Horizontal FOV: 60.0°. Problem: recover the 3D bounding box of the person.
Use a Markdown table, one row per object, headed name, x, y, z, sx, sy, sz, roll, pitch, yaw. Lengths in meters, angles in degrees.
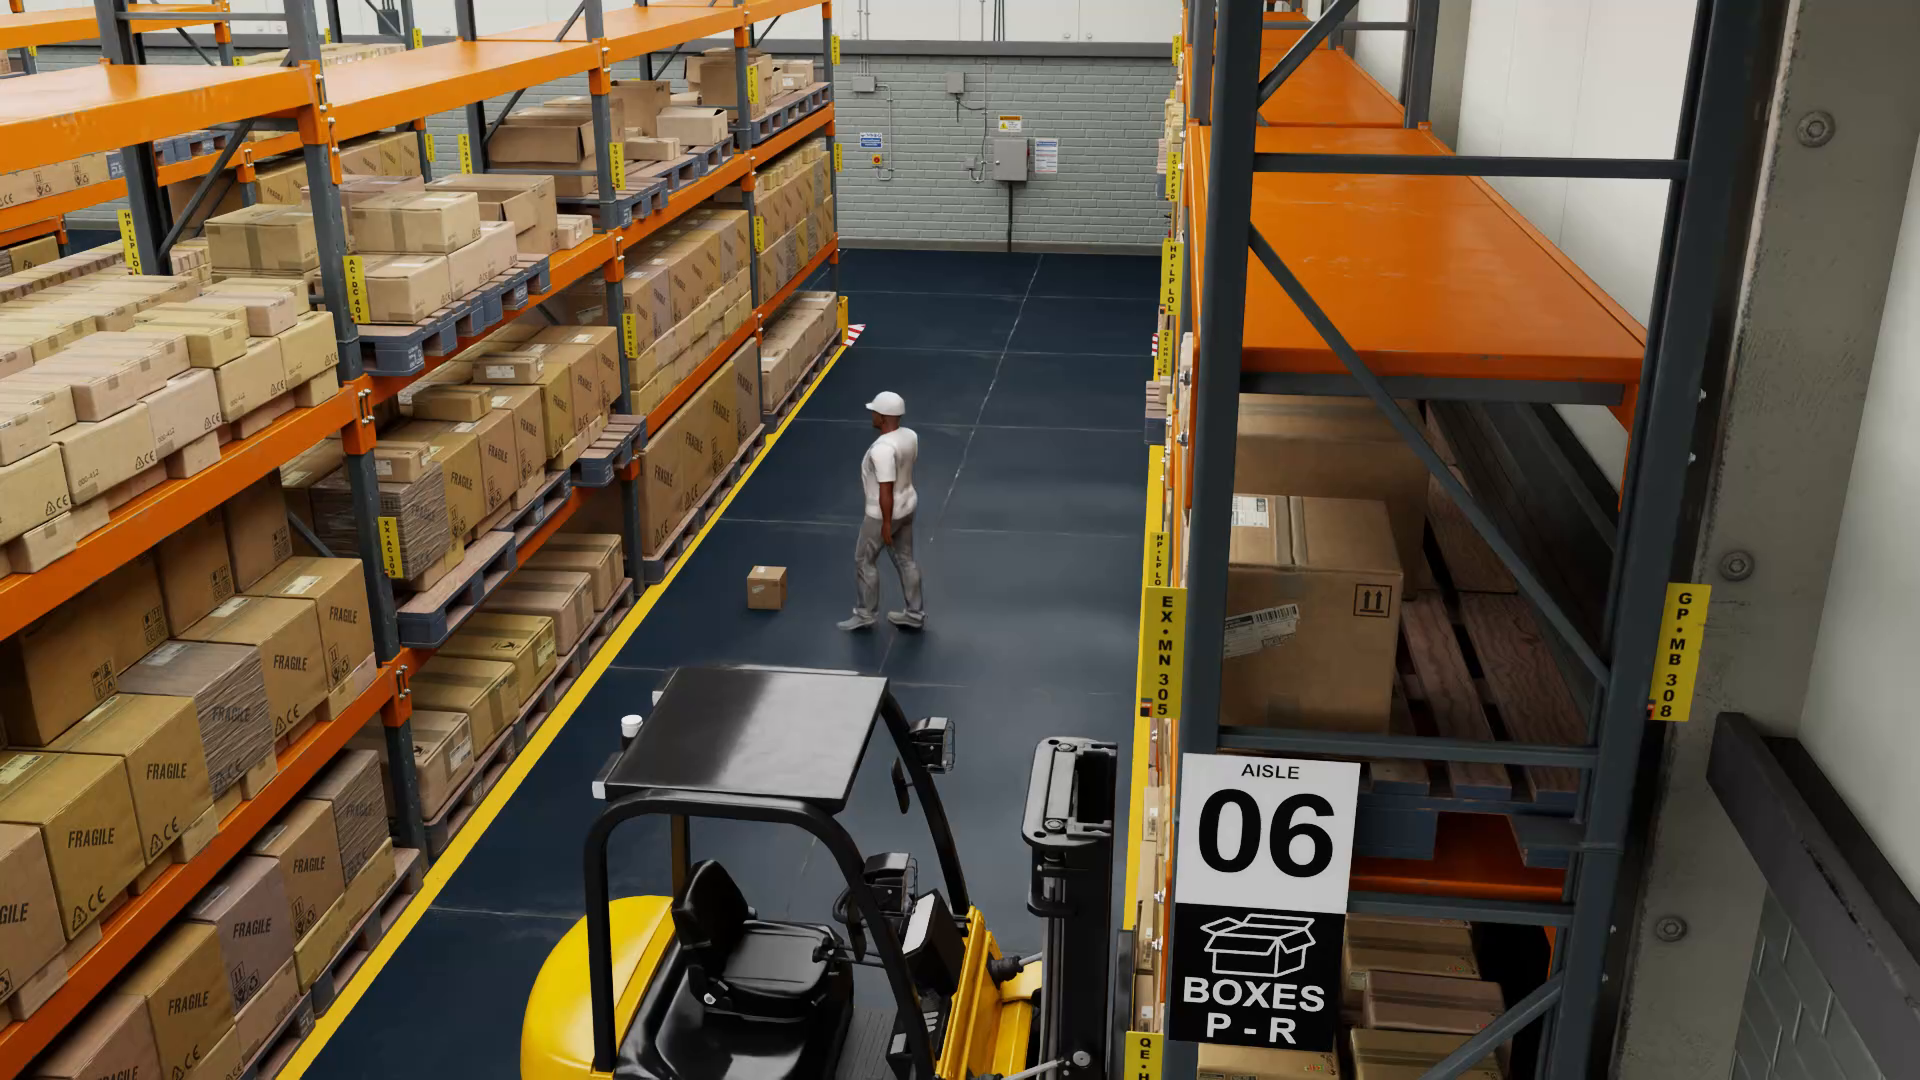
| name | x | y | z | sx | sy | sz | roll | pitch | yaw |
| --- | --- | --- | --- | --- | --- | --- | --- | --- | --- |
| person | -0.531 | -0.201 | 11.988 | 0.631 | 1.793 | 0.578 | 11 | 24 | 26 |
